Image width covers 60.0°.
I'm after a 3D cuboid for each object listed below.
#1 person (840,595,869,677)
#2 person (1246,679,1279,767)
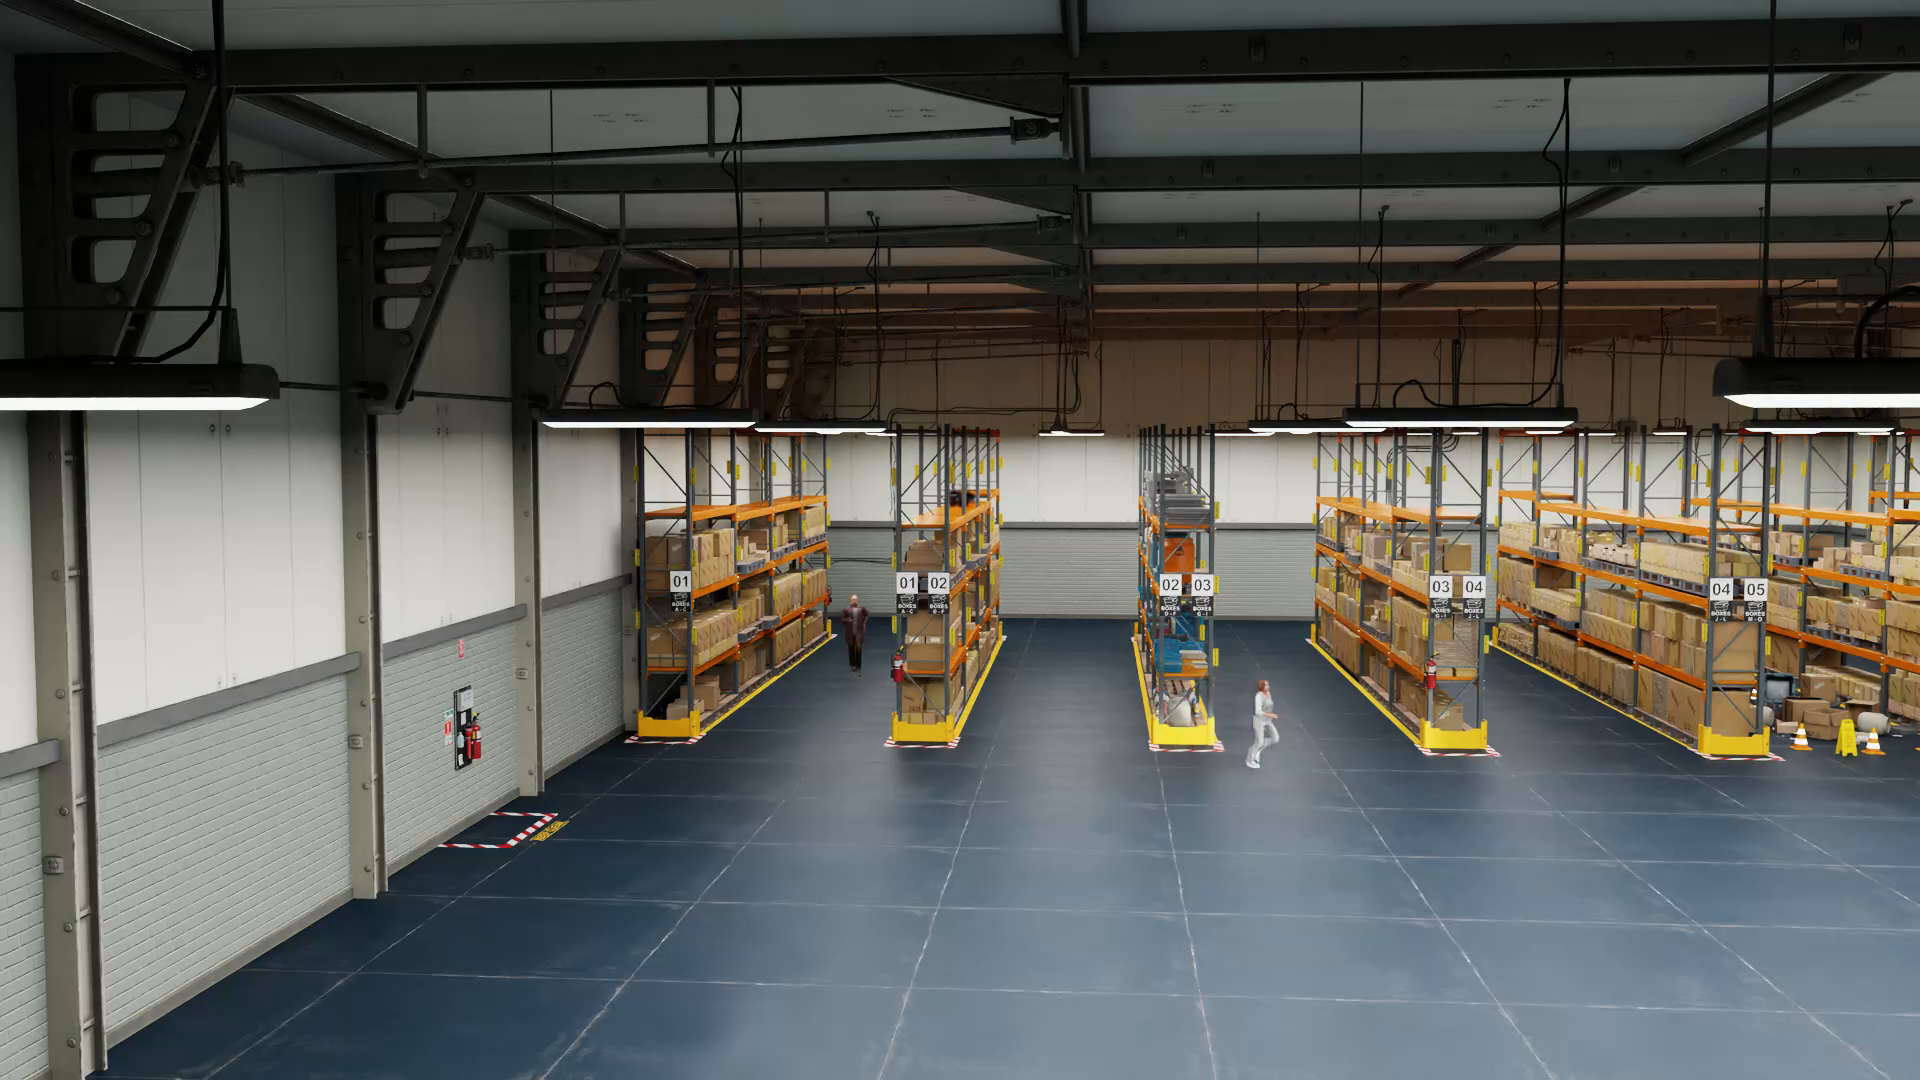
[{"bbox_3d":[-2.448,2.231,38.718,0.685,1.884,0.764,0,3,-5],"label":"person"},{"bbox_3d":[5.292,3.183,28.865,0.679,1.553,0.569,3,5,43],"label":"person"}]
